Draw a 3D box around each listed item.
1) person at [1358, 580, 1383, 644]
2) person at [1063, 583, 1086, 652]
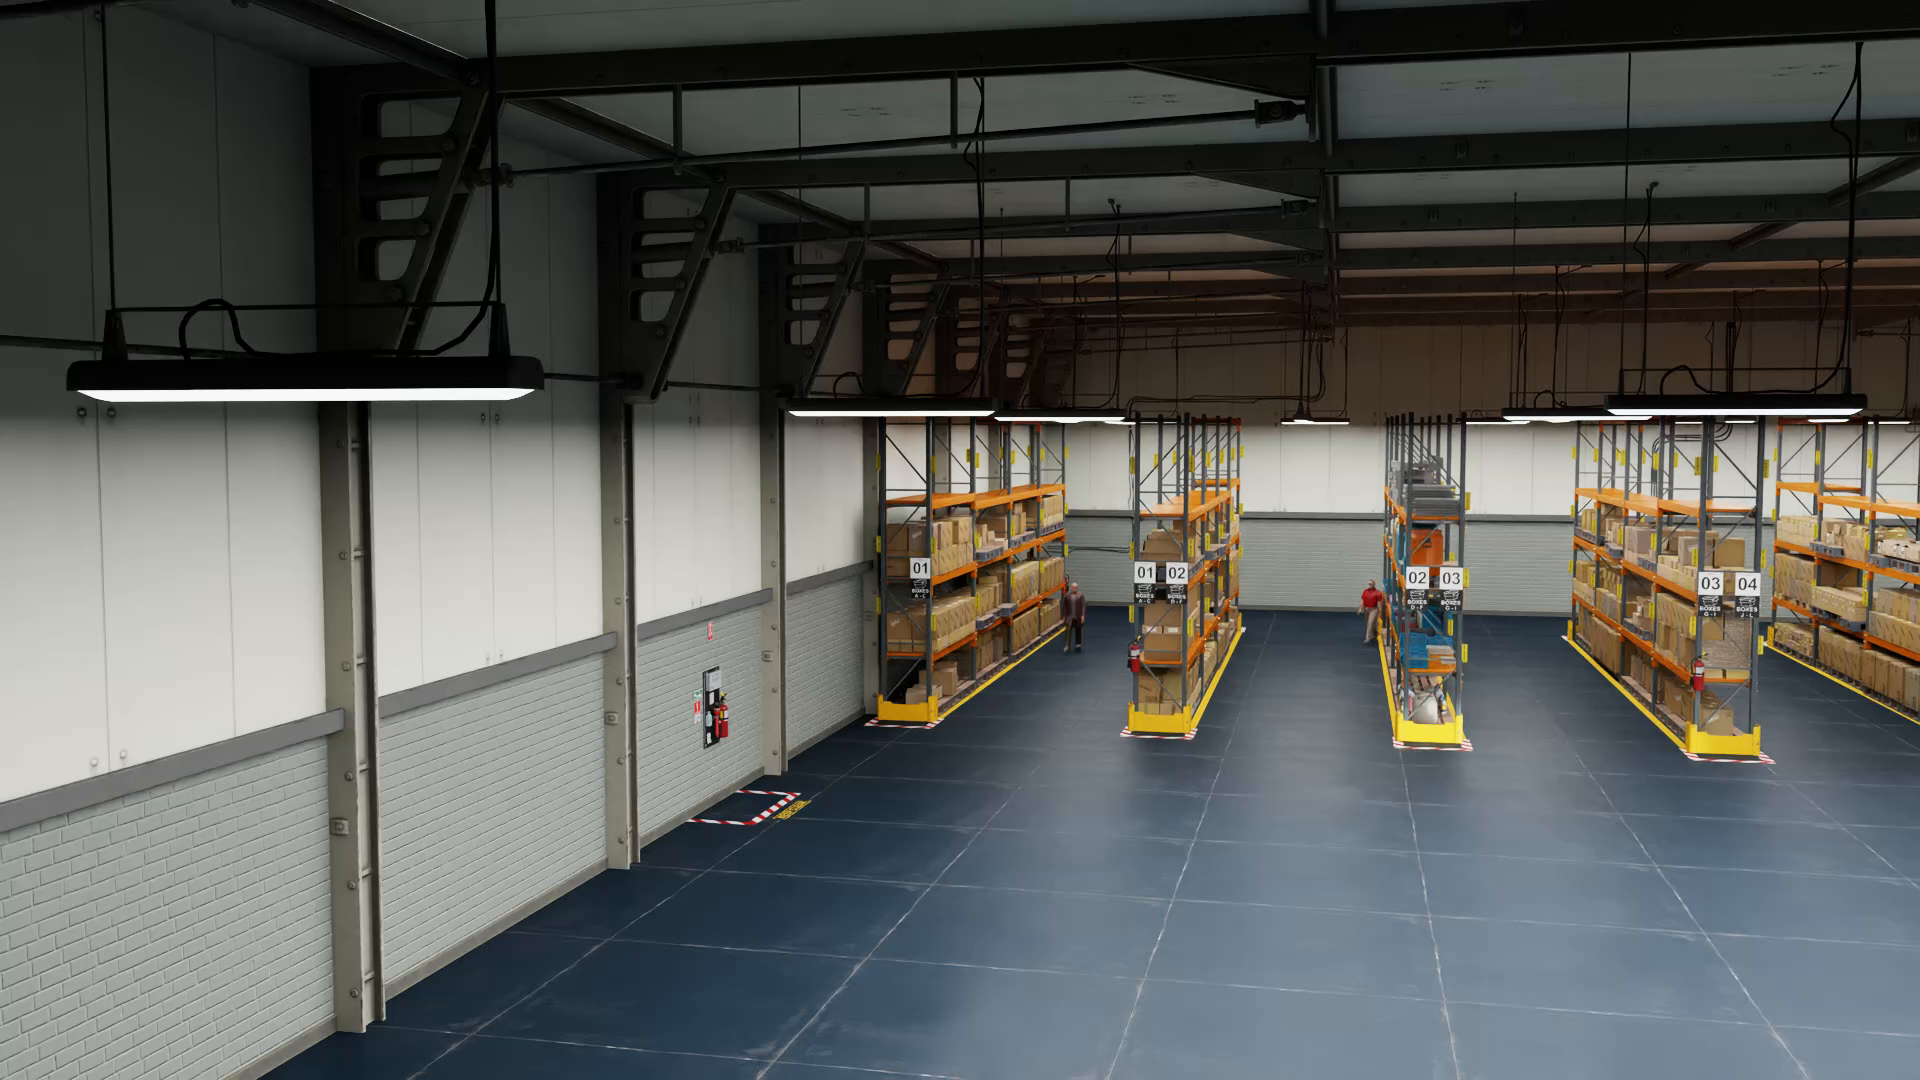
[{"bbox_3d":[10.926,1.884,44.151,0.563,1.667,1.109,4,5,43],"label":"person"},{"bbox_3d":[2.916,1.960,42.484,0.601,1.705,1.143,1,4,9],"label":"person"}]
